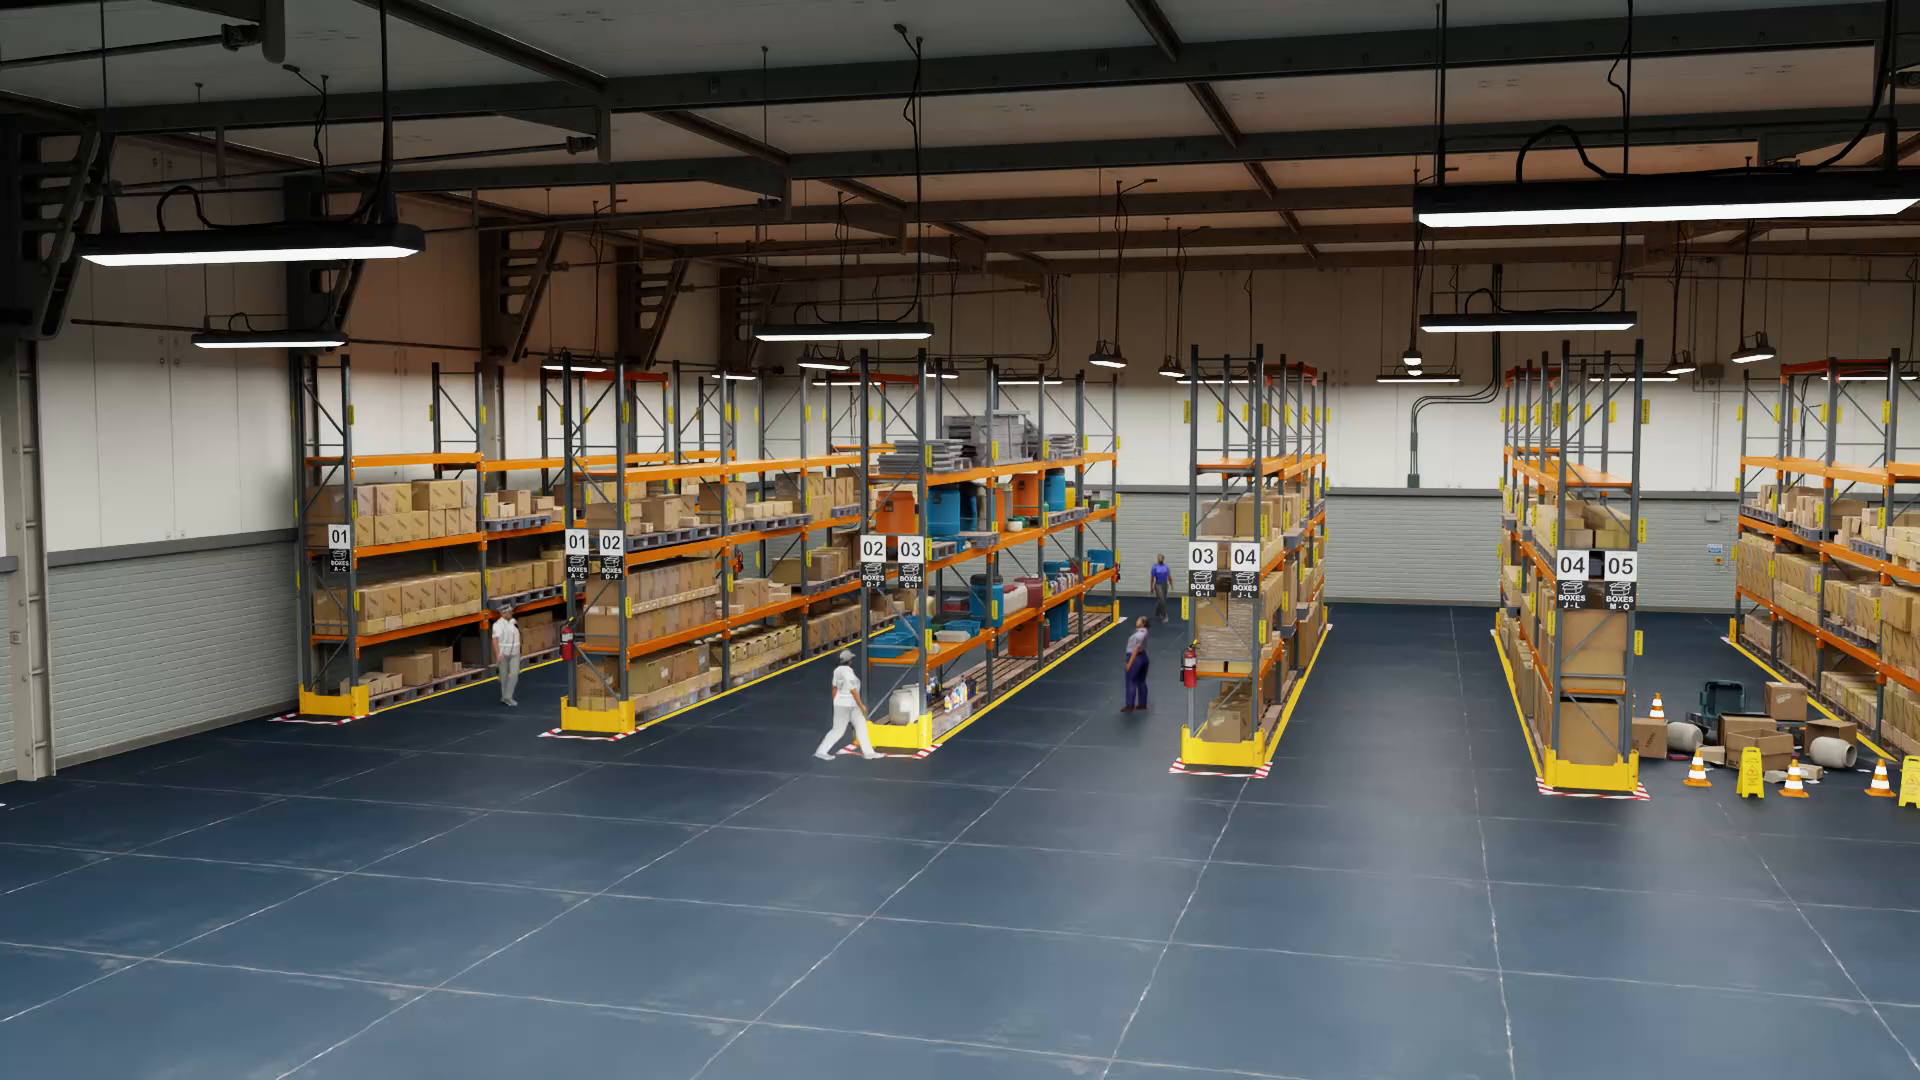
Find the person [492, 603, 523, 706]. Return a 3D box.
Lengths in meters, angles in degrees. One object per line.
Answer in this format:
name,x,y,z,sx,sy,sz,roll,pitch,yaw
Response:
person,-7.853,1.983,28.835,0.547,1.786,0.720,-2,5,-30

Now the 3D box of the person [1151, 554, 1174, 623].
person,4.944,1.174,40.465,0.437,1.679,0.785,-3,5,-33

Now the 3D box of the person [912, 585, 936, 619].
person,-0.725,1.666,33.426,0.467,1.587,1.016,1,4,16

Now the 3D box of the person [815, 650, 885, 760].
person,-1.598,2.383,23.999,1.002,1.605,0.483,0,4,5

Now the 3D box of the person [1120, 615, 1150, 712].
person,2.970,2.089,28.091,0.409,1.639,0.561,3,5,35
